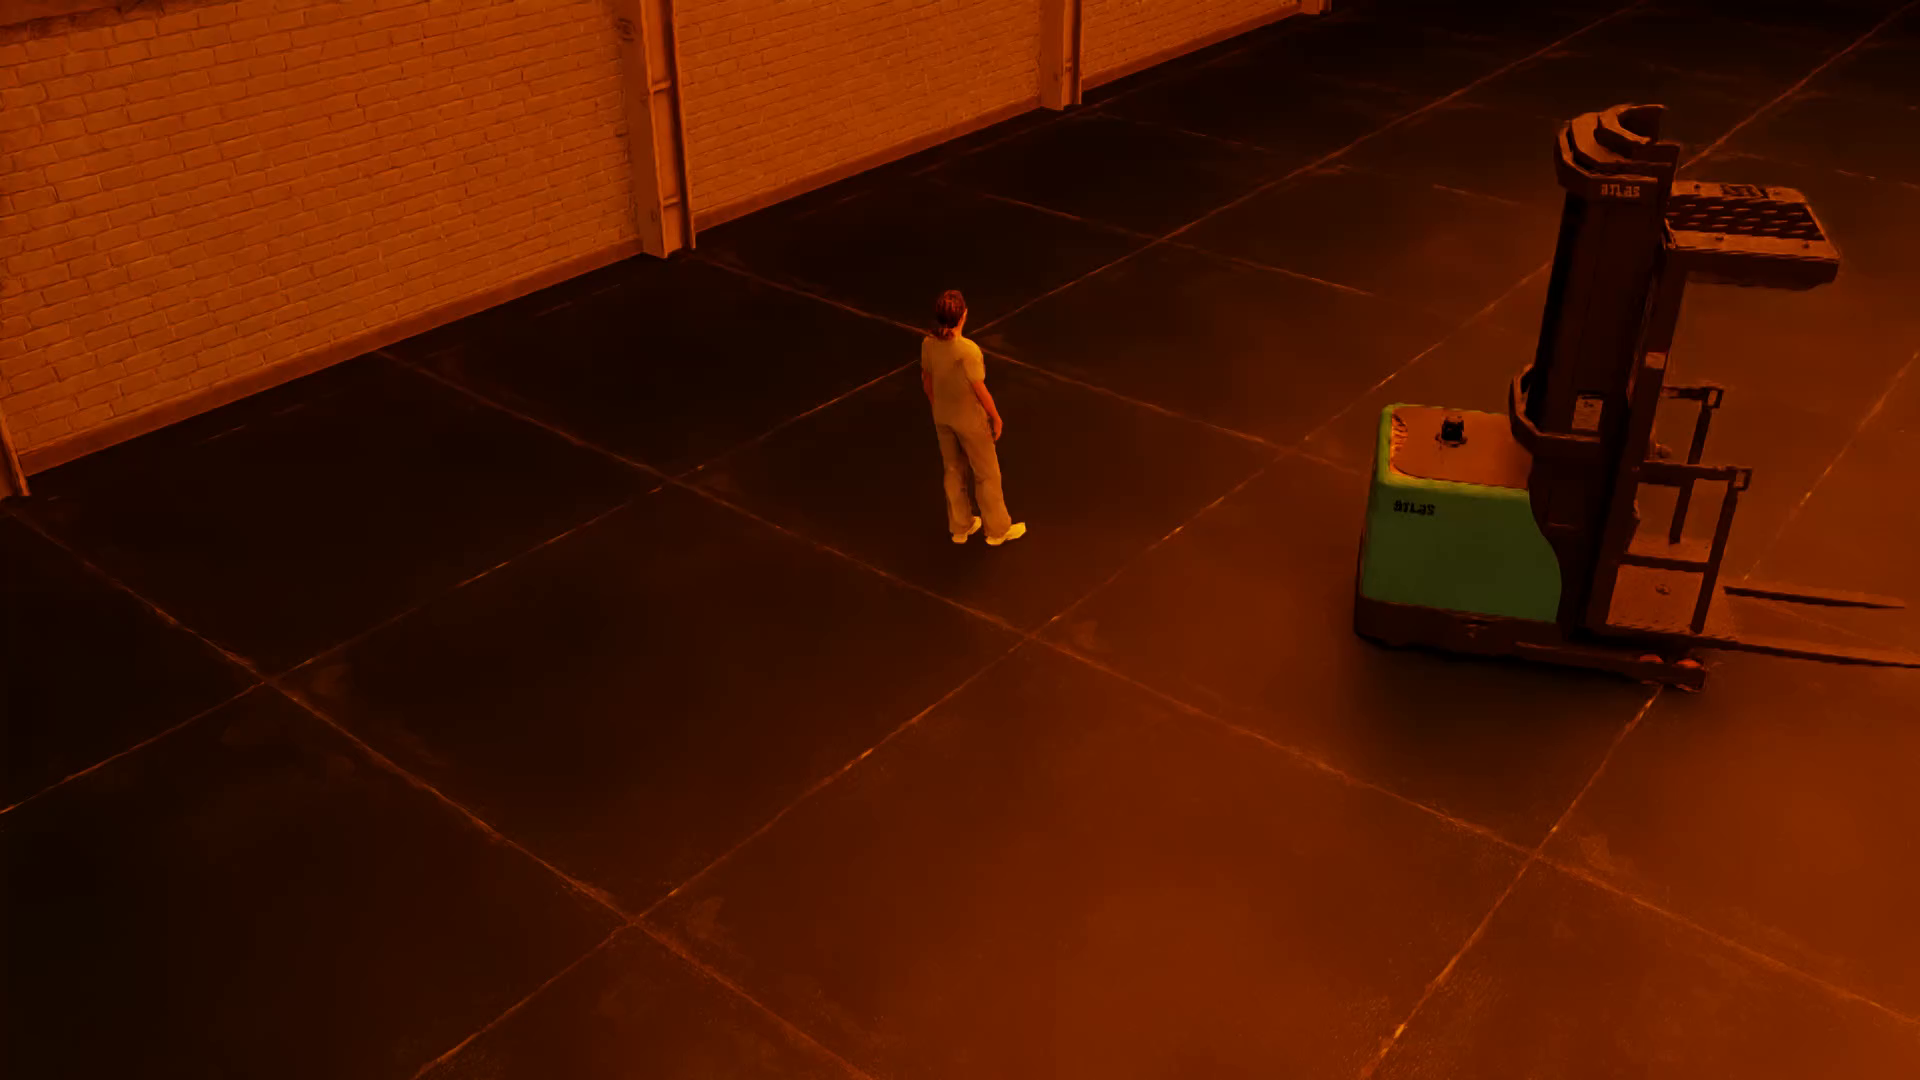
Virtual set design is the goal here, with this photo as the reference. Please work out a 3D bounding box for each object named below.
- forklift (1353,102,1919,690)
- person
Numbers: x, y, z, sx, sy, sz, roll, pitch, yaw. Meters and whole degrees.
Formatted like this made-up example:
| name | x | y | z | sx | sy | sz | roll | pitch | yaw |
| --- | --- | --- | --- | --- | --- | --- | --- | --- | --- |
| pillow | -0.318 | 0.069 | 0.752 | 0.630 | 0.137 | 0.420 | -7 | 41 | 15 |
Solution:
| name | x | y | z | sx | sy | sz | roll | pitch | yaw |
| --- | --- | --- | --- | --- | --- | --- | --- | --- | --- |
| forklift | 3.823 | -0.742 | 8.865 | 3.031 | 2.935 | 1.130 | 7 | 31 | 12 |
| person | 0.057 | -0.754 | 10.116 | 0.550 | 1.674 | 0.548 | 22 | 37 | 33 |
